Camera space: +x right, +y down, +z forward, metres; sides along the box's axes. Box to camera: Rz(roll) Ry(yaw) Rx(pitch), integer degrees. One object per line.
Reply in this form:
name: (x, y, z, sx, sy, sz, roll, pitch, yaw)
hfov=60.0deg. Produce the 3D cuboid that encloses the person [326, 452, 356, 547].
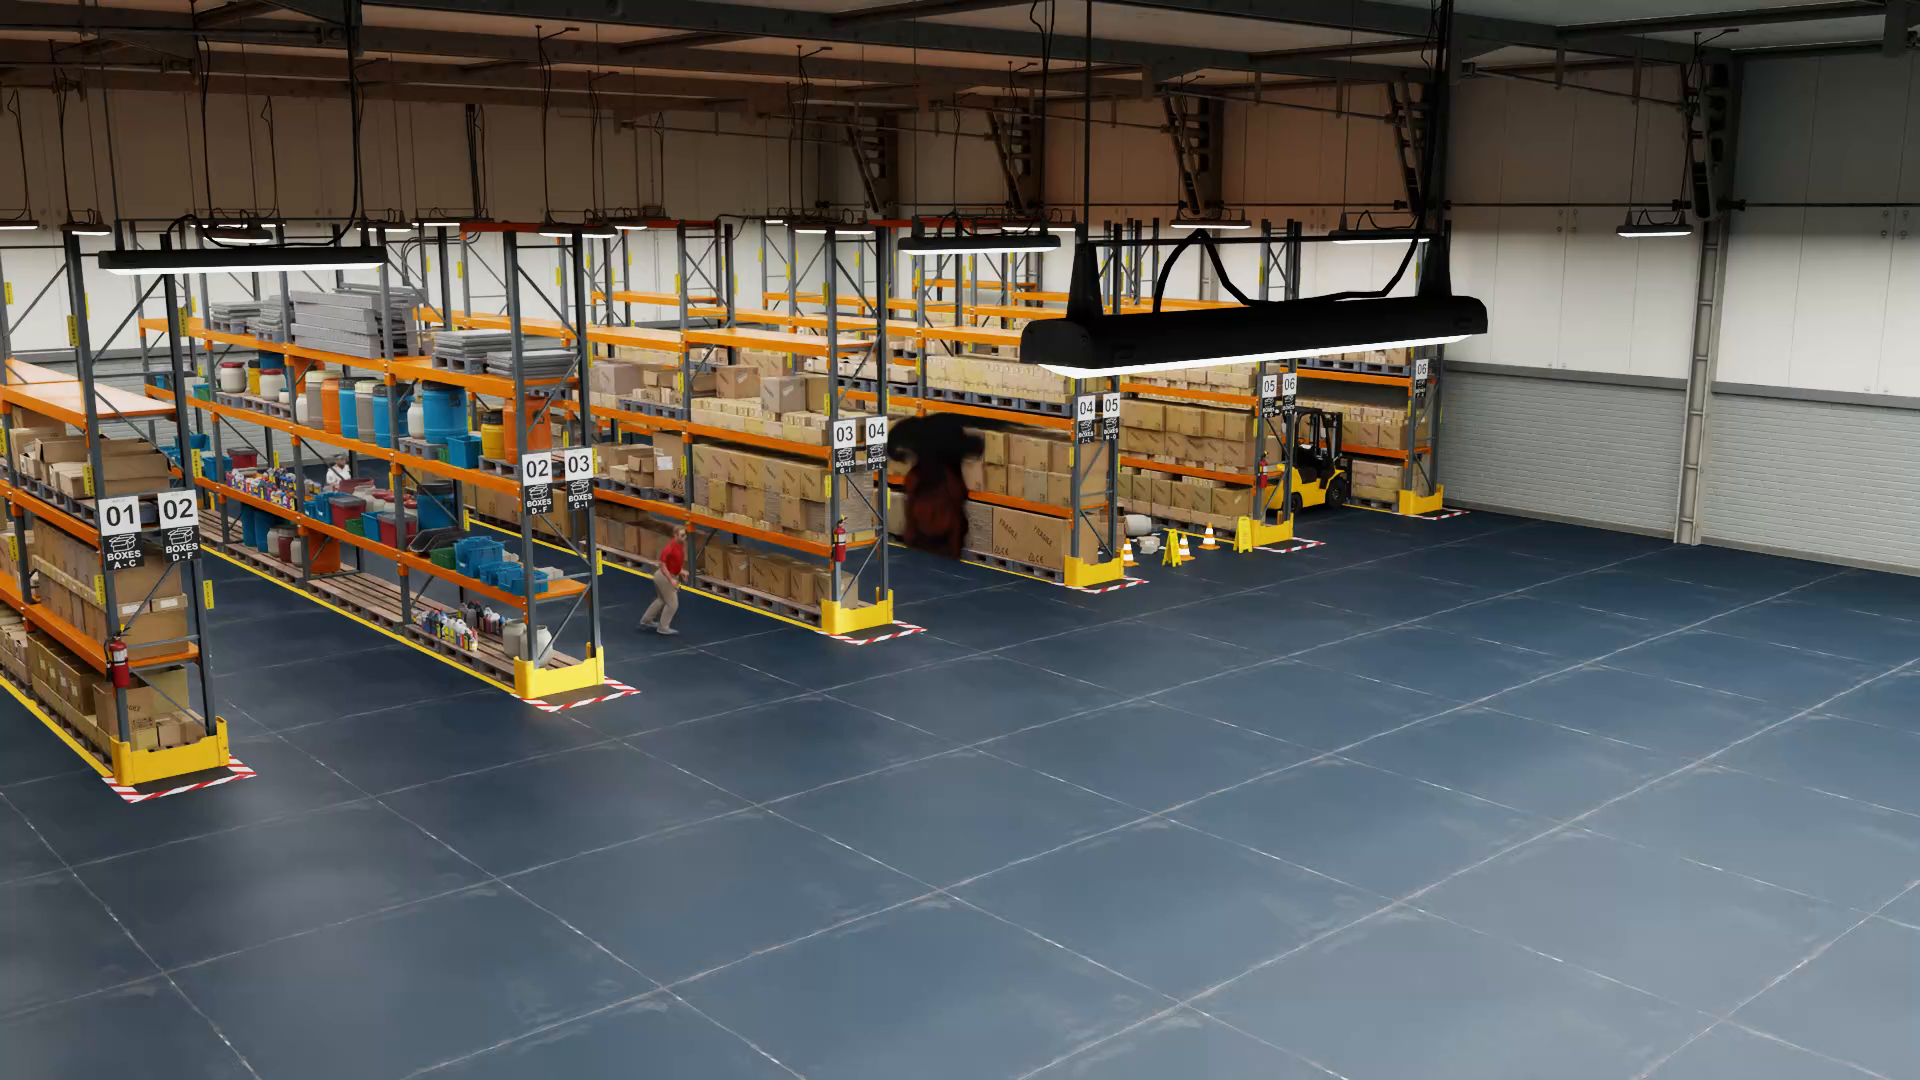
person: (-11.580, -0.755, 31.200, 0.856, 1.837, 0.620, 11, 16, 42)

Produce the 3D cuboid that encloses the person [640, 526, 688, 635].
person: (-4.433, 0.603, 24.789, 0.794, 1.673, 0.677, 0, 11, -1)
